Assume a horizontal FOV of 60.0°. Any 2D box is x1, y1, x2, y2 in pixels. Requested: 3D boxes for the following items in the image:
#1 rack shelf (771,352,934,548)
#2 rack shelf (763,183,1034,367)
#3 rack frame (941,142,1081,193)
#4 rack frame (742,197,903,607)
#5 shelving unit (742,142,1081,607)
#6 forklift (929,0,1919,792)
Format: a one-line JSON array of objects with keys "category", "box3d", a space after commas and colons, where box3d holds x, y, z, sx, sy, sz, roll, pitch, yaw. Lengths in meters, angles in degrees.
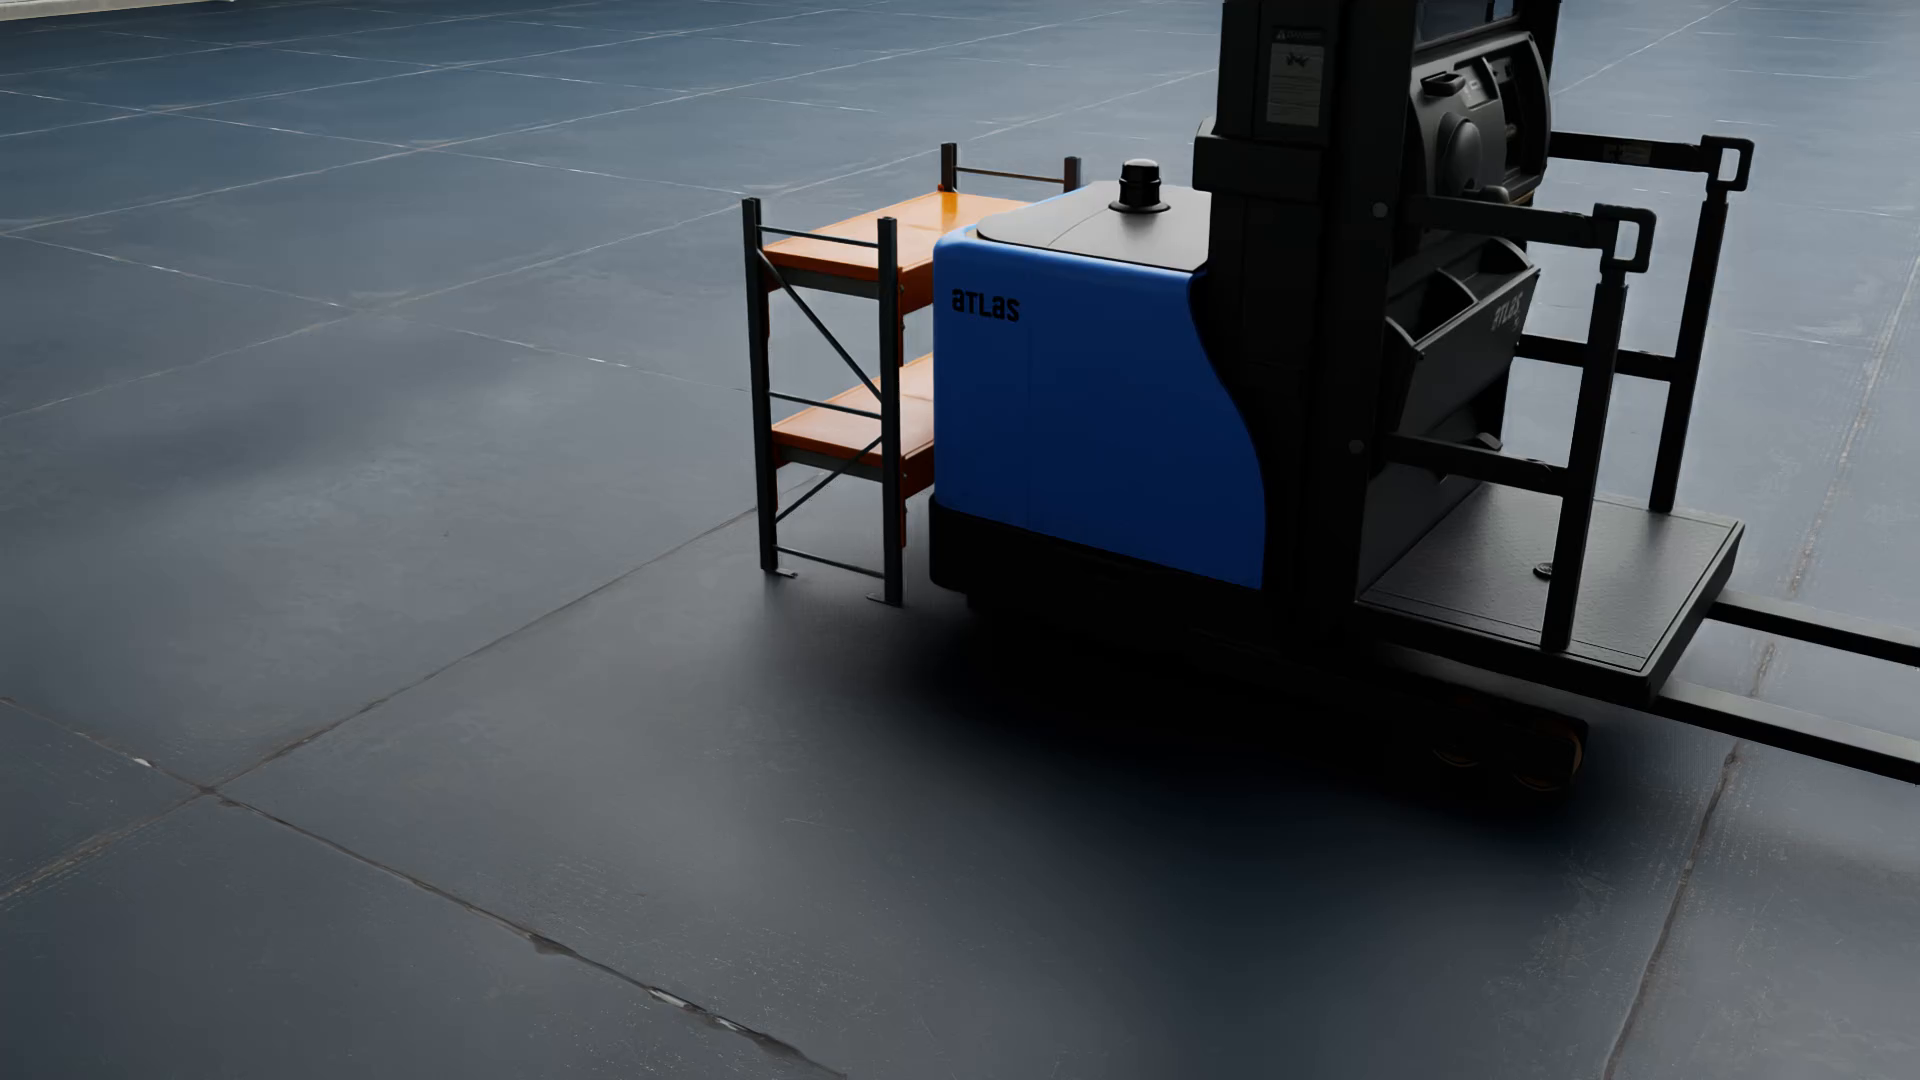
[{"category": "rack shelf", "box3d": [-0.114, -0.326, 5.203, 0.538, 0.278, 1.000, 14, 27, 29]}, {"category": "rack shelf", "box3d": [-0.114, -0.819, 4.990, 0.538, 0.278, 1.000, 14, 27, 29]}, {"category": "rack frame", "box3d": [0.157, -0.721, 5.501, 0.500, 1.125, 0.032, 14, 27, 29]}, {"category": "rack frame", "box3d": [-0.385, -0.380, 4.711, 0.500, 1.125, 0.032, 14, 27, 29]}, {"category": "shelving unit", "box3d": [-0.114, -0.551, 5.106, 0.538, 1.125, 1.048, 14, 27, 29]}, {"category": "forklift", "box3d": [1.416, -0.998, 3.865, 3.031, 2.935, 1.130, 15, 28, 31]}]
